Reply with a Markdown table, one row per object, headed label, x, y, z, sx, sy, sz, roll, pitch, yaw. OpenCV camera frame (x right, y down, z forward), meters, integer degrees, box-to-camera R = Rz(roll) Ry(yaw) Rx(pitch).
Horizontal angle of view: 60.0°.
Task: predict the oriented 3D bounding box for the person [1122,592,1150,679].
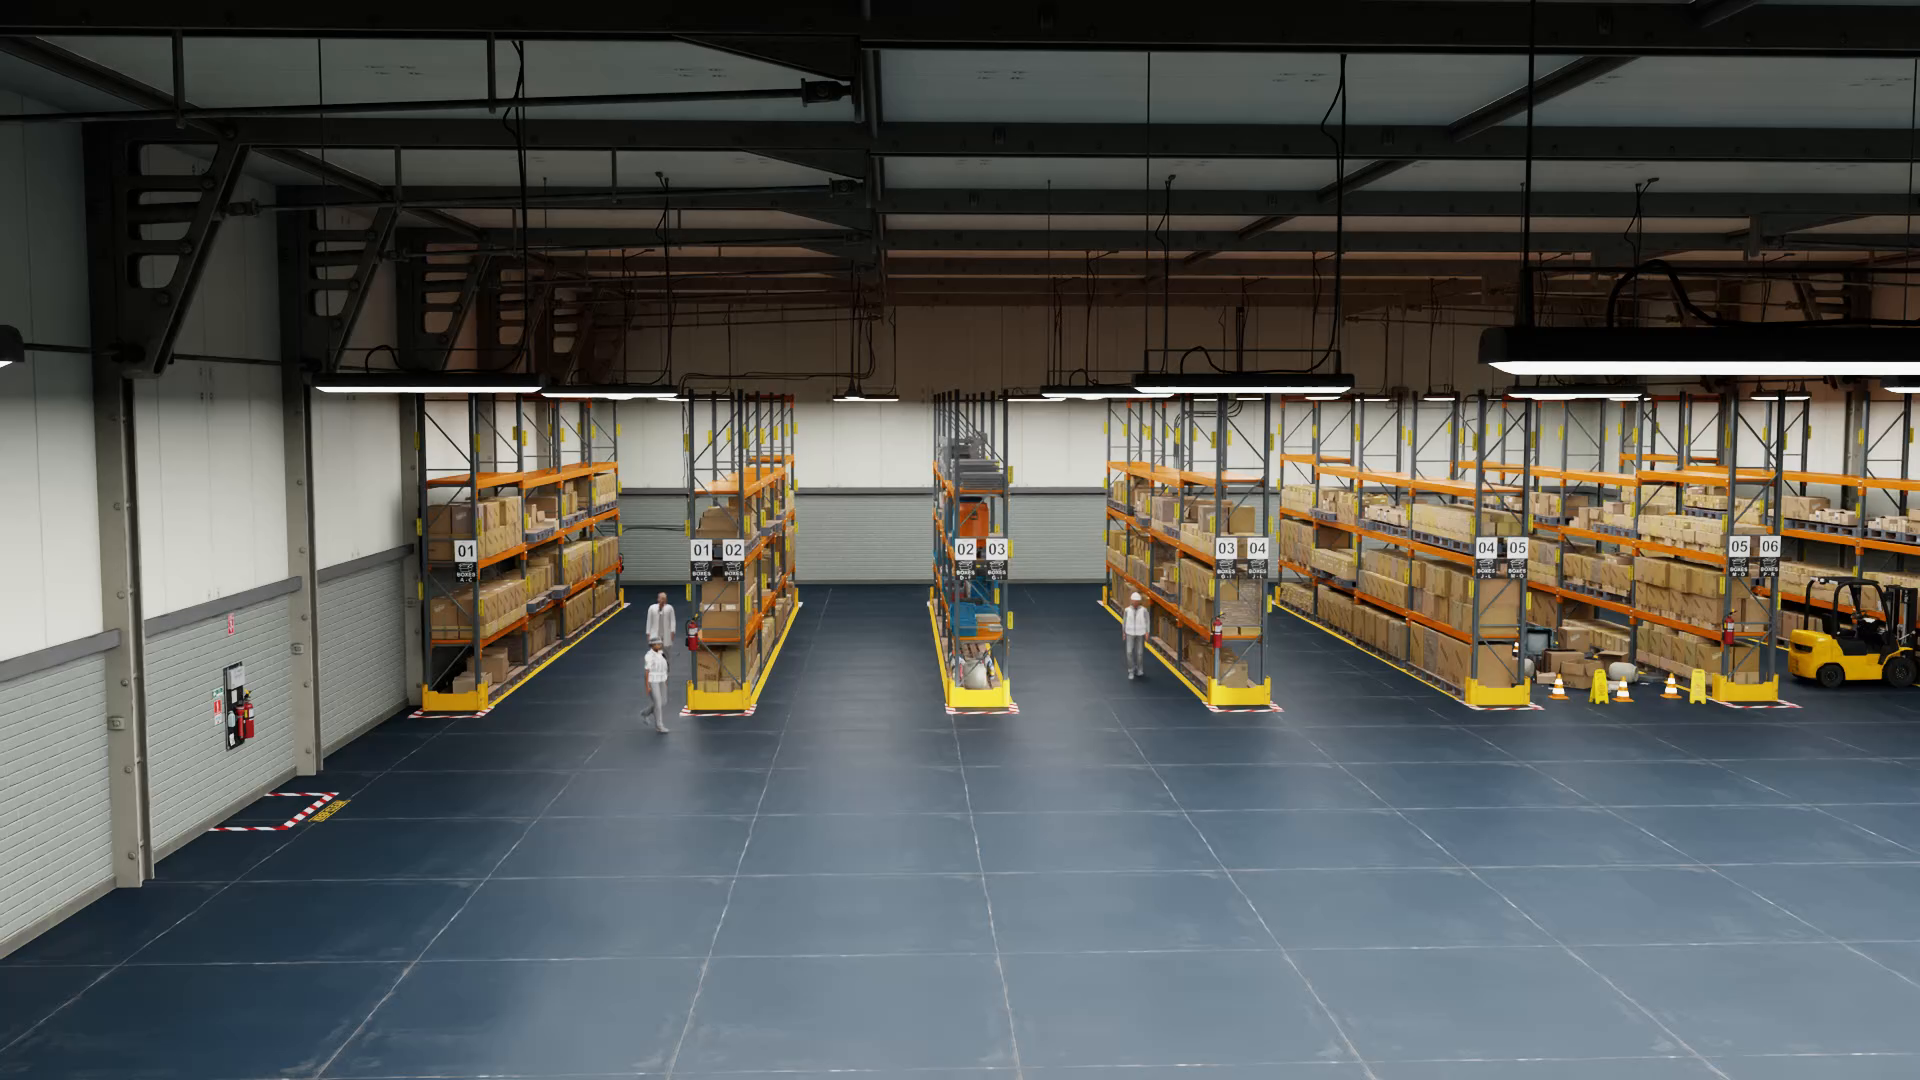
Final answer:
| label | x | y | z | sx | sy | sz | roll | pitch | yaw |
| --- | --- | --- | --- | --- | --- | --- | --- | --- | --- |
| person | 3.700 | 2.006 | 34.934 | 0.592 | 1.812 | 0.595 | 1 | 5 | 12 |

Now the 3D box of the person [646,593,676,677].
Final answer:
| label | x | y | z | sx | sy | sz | roll | pitch | yaw |
| --- | --- | --- | --- | --- | --- | --- | --- | --- | --- |
| person | -6.243 | 2.019 | 34.778 | 0.620 | 1.794 | 0.798 | -1 | 5 | -15 |

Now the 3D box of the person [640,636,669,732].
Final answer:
| label | x | y | z | sx | sy | sz | roll | pitch | yaw |
| --- | --- | --- | --- | --- | --- | --- | --- | --- | --- |
| person | -5.352 | 2.503 | 29.228 | 0.771 | 1.650 | 0.512 | 3 | 6 | 32 |
